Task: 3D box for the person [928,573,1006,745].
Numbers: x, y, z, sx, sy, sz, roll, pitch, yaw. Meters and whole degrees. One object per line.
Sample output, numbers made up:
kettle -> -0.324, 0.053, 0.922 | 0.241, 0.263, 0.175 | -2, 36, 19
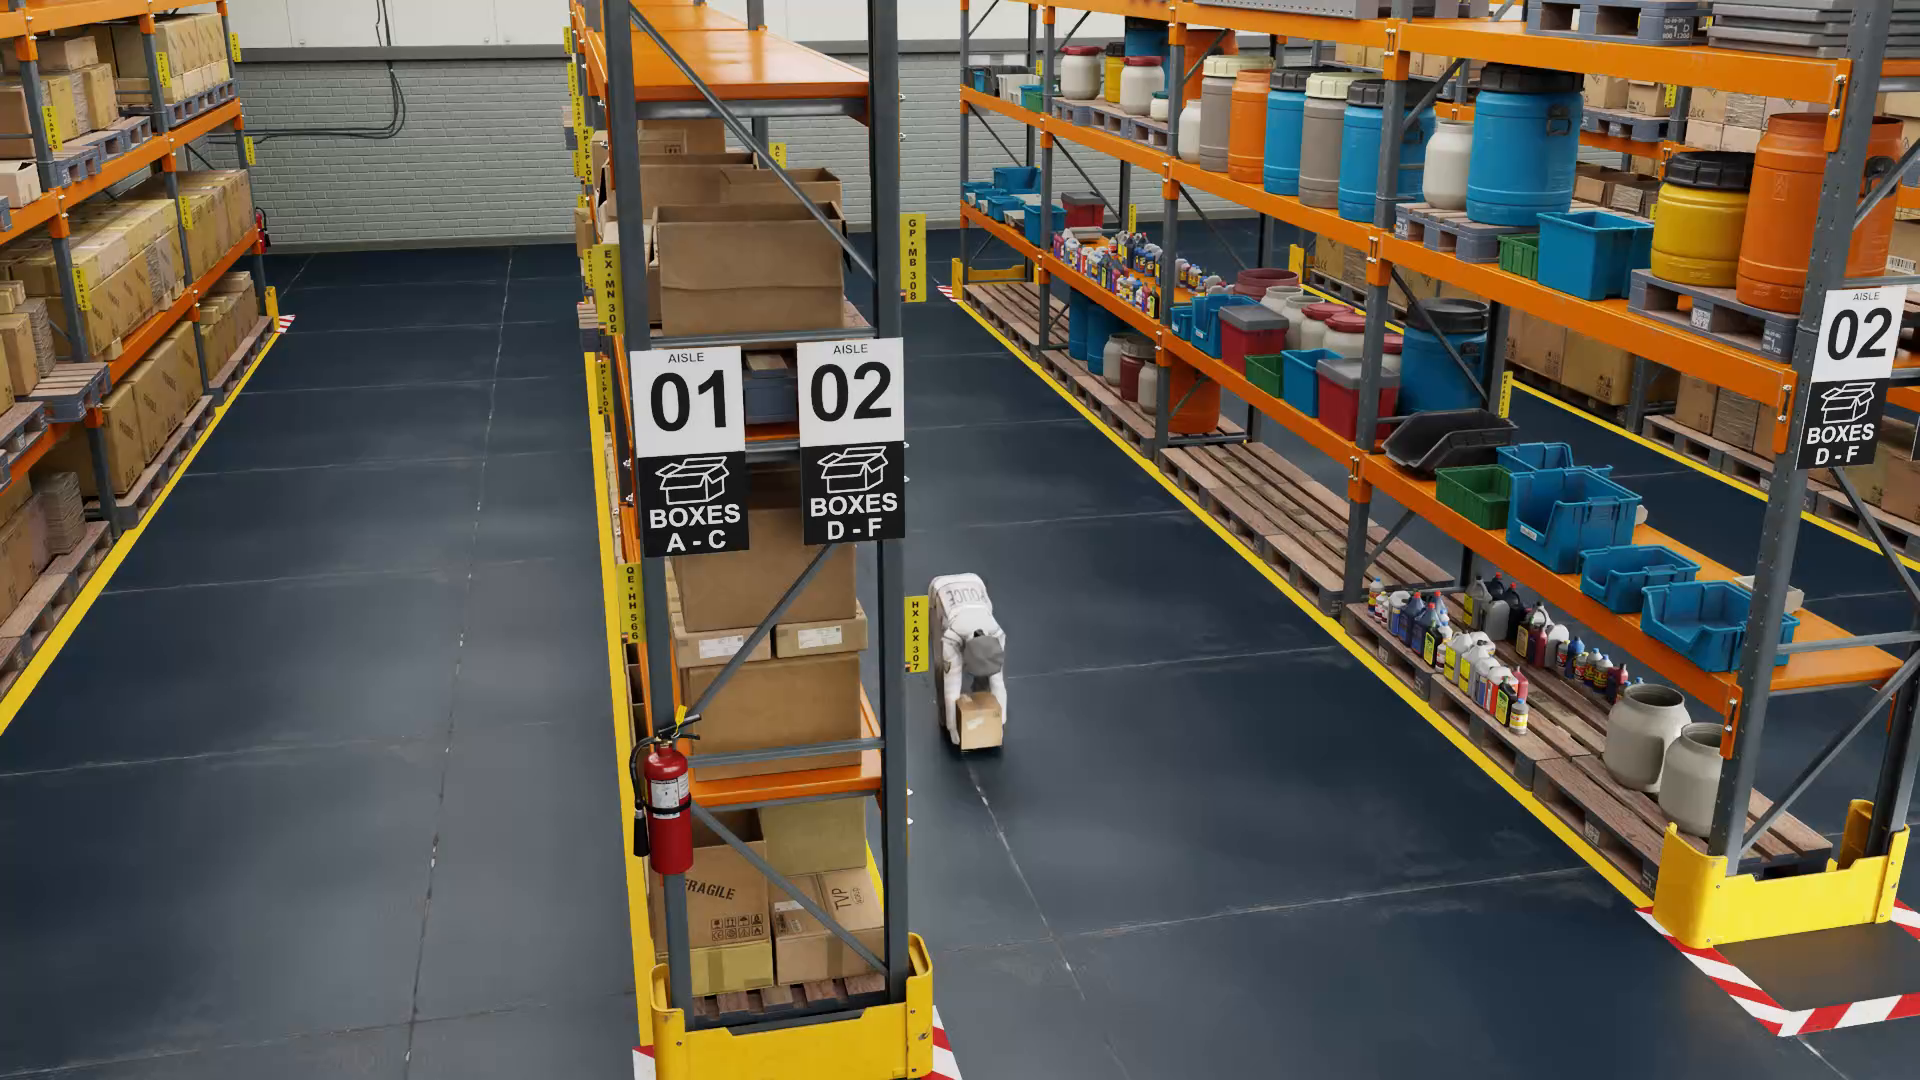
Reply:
person -> 0.059, 0.726, 10.152 | 0.438, 0.919, 0.880 | -6, 20, -15
